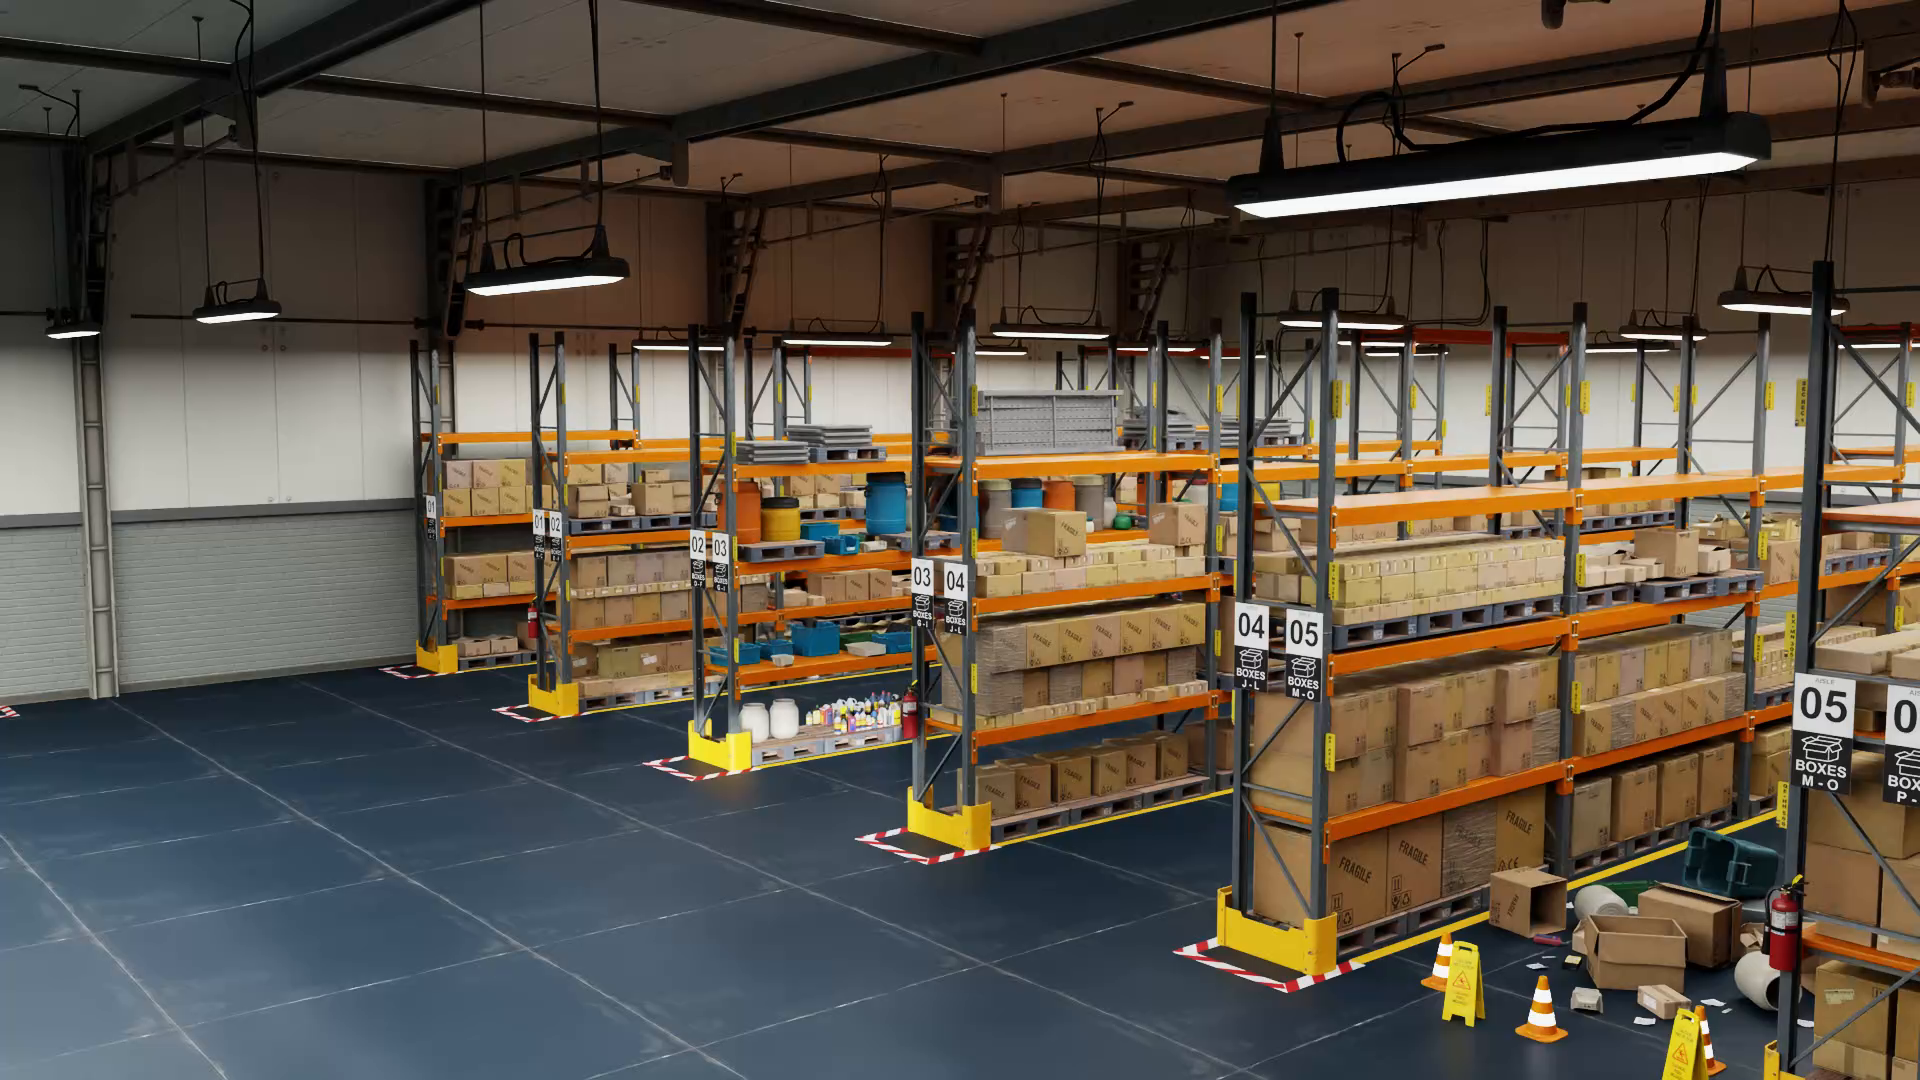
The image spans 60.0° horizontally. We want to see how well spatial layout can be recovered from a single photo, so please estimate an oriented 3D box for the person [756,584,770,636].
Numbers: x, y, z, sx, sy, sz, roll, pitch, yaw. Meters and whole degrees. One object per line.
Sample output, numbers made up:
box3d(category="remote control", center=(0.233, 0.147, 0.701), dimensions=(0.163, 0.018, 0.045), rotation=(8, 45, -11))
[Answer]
box3d(category="person", center=(-3.970, 1.356, 32.376), dimensions=(0.394, 1.625, 1.006), rotation=(5, 7, 43))
